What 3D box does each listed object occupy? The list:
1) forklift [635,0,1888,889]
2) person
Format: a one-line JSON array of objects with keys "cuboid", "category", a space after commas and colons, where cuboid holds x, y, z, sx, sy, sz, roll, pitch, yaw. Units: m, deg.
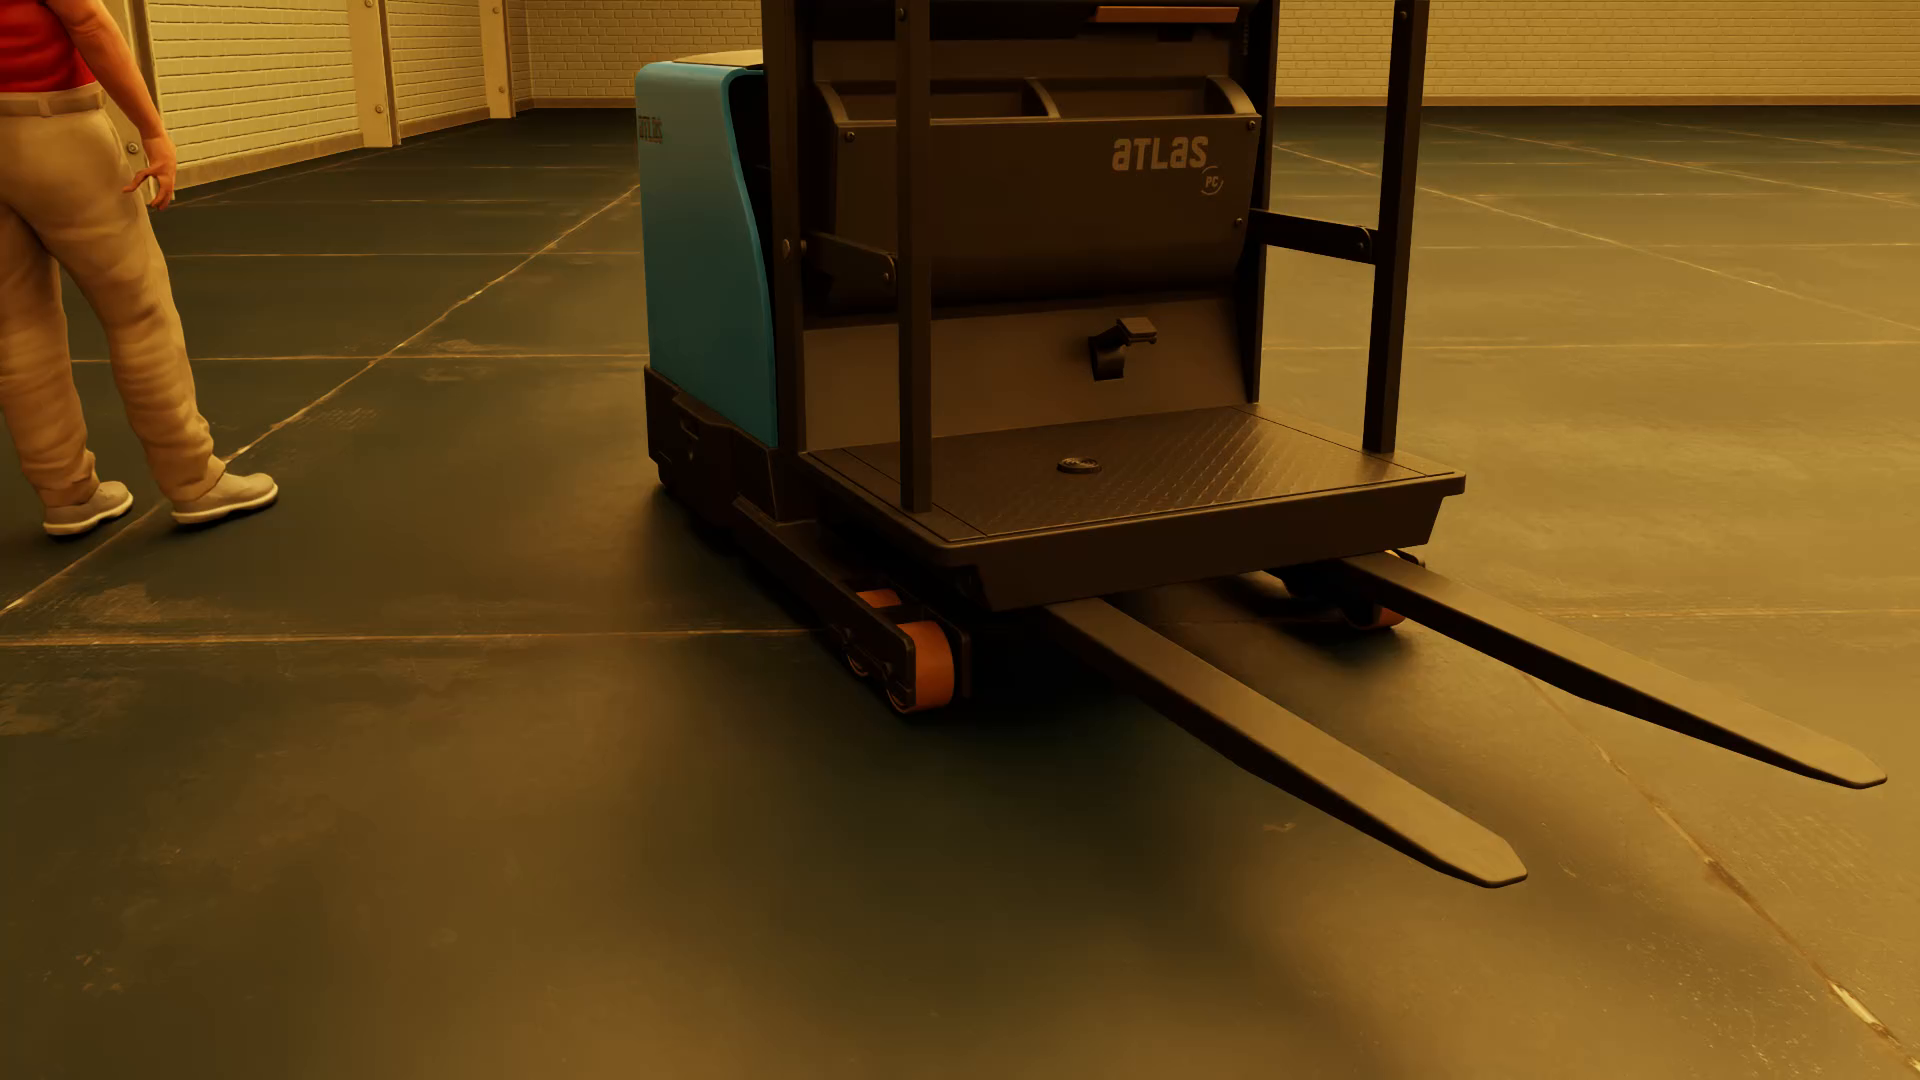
[{"cuboid": [0.258, -1.240, 2.962, 1.130, 2.935, 3.031, -8, 19, -24], "category": "forklift"}, {"cuboid": [-2.063, -0.871, 3.786, 0.642, 1.727, 0.550, 1, 17, 4], "category": "person"}]
